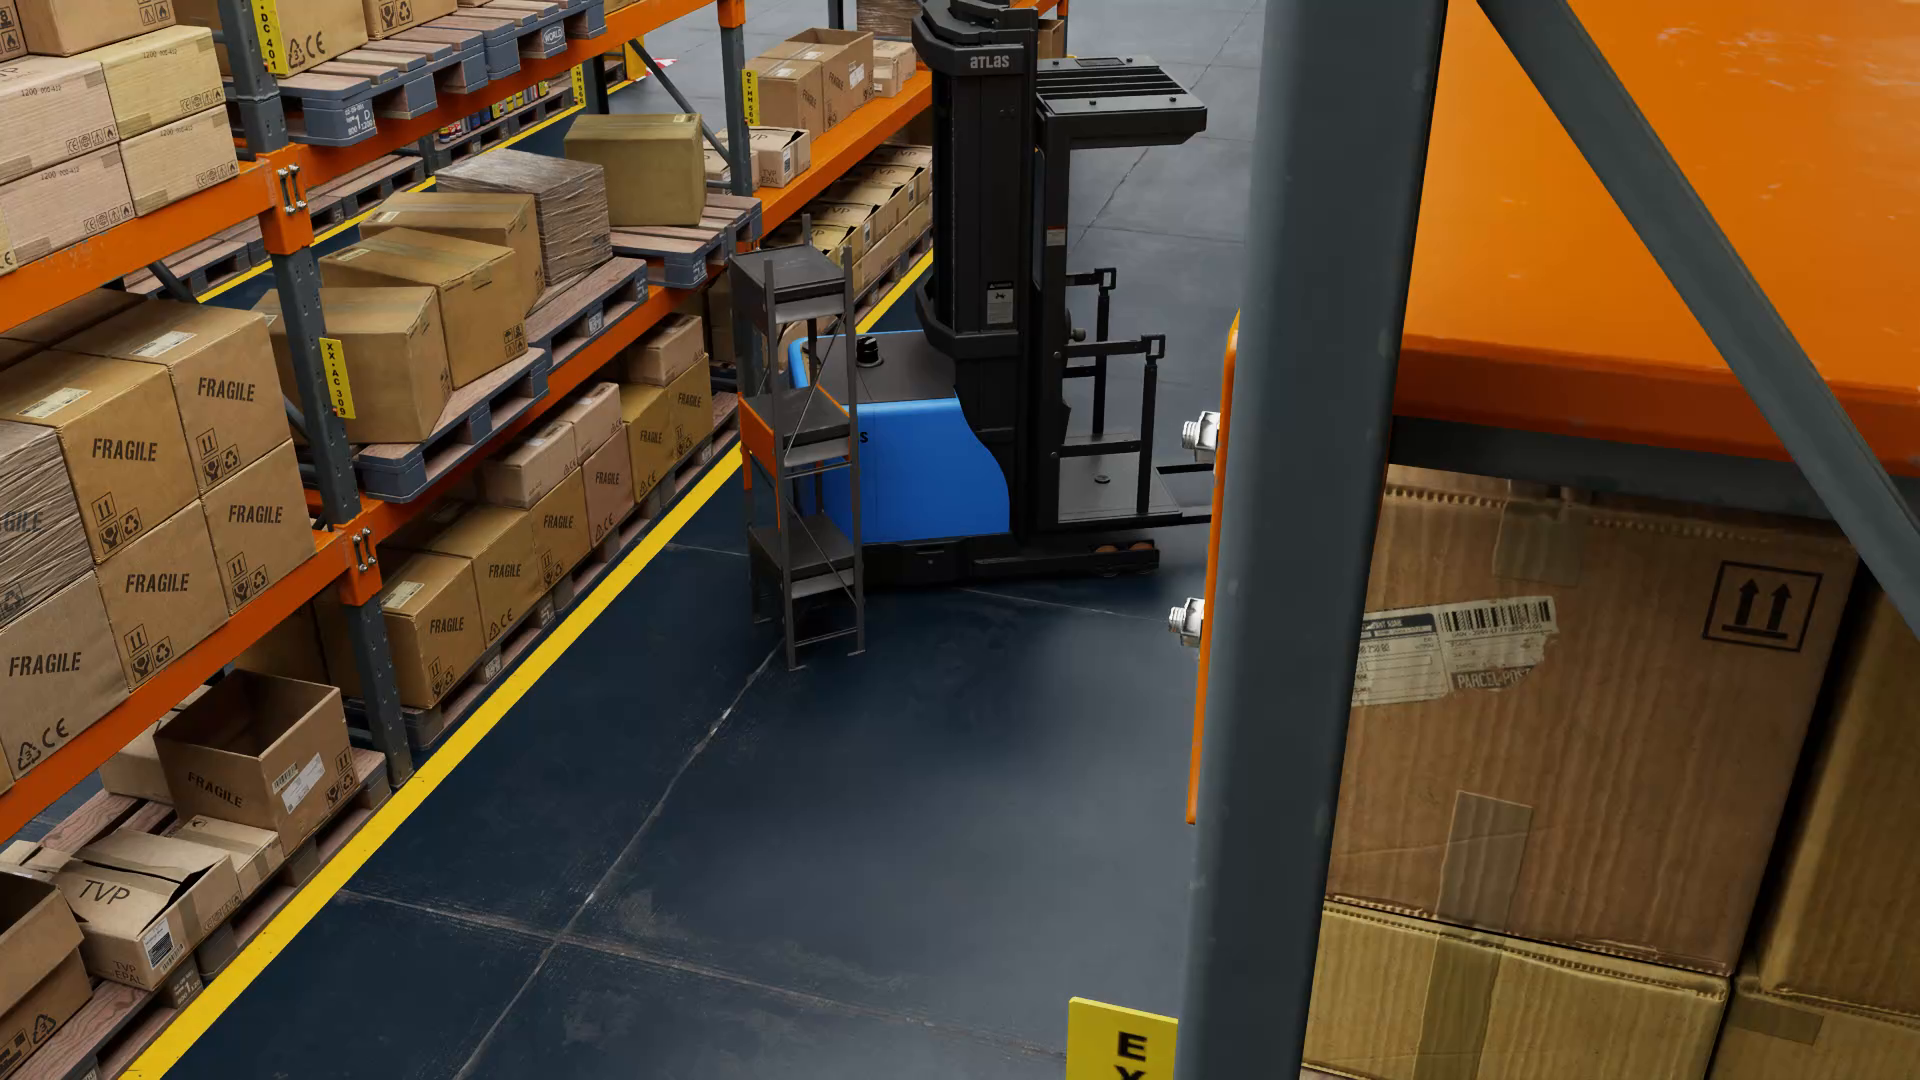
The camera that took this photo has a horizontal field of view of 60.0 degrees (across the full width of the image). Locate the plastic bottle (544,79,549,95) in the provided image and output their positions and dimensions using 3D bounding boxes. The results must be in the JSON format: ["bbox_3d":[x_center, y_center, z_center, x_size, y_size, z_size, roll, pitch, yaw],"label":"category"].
[{"bbox_3d":[-4.247,-4.654,16.956,0.097,0.201,0.097,0,29,0],"label":"plastic bottle"}]

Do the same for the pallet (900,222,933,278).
[{"bbox_3d":[-0.746,-2.466,13.466,1.003,0.211,1.213,8,30,15],"label":"pallet"}]

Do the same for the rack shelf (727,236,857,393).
[{"bbox_3d":[-0.761,-1.024,7.519,0.431,0.518,0.480,-13,32,-23],"label":"rack shelf"}]

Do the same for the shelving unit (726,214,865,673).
[{"bbox_3d":[-0.761,-0.424,7.853,0.431,2.100,0.503,-13,32,-23],"label":"shelving unit"}]

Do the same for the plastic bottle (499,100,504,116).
[{"bbox_3d":[-4.507,-4.243,16.217,0.097,0.201,0.097,0,29,0],"label":"plastic bottle"}]

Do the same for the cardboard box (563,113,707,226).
[{"bbox_3d":[-1.818,-2.092,9.391,0.700,0.500,0.500,-1,29,-2],"label":"cardboard box"}]

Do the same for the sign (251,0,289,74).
[{"bbox_3d":[-2.394,-1.778,5.743,0.100,0.325,0.005,8,30,15],"label":"sign"}]

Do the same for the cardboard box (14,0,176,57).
[{"bbox_3d":[-3.022,-1.875,5.318,0.700,0.500,0.500,8,30,15],"label":"cardboard box"}]

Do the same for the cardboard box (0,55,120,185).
[{"bbox_3d":[-2.948,-1.282,5.024,0.500,0.250,0.500,8,30,15],"label":"cardboard box"}]

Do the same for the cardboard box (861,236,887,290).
[{"bbox_3d":[-0.862,-2.072,12.285,0.500,0.250,0.500,9,30,16],"label":"cardboard box"}]

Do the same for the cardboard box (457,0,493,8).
[{"bbox_3d":[-2.308,-2.741,7.368,0.600,0.600,0.600,7,30,13],"label":"cardboard box"}]

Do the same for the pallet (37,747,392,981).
[{"bbox_3d":[-3.118,1.223,6.835,1.003,0.211,1.213,8,30,15],"label":"pallet"}]

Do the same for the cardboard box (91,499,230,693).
[{"bbox_3d":[-2.967,0.150,5.792,0.500,0.500,0.500,9,30,16],"label":"cardboard box"}]

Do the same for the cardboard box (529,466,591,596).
[{"bbox_3d":[-2.241,-0.086,8.437,0.500,0.500,0.500,9,30,15],"label":"cardboard box"}]

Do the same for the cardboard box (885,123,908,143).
[{"bbox_3d":[-0.482,-3.820,14.656,0.500,0.500,0.500,8,30,15],"label":"cardboard box"}]

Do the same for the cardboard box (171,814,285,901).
[{"bbox_3d":[-2.864,1.227,6.439,0.380,0.149,0.250,8,30,15],"label":"cardboard box"}]

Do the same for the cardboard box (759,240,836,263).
[{"bbox_3d":[-1.161,-1.848,11.305,0.500,0.311,0.500,8,30,14],"label":"cardboard box"}]

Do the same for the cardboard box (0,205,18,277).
[{"bbox_3d":[-3.099,-0.832,4.729,0.500,0.250,0.500,8,30,15],"label":"cardboard box"}]

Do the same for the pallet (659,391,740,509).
[{"bbox_3d":[-1.997,-0.614,10.136,1.003,0.211,1.213,8,30,15],"label":"pallet"}]

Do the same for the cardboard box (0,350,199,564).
[{"bbox_3d":[-2.964,-0.285,5.546,0.500,0.500,0.500,8,30,14],"label":"cardboard box"}]

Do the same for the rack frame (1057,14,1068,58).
[{"bbox_3d":[0.607,-5.892,16.755,1.000,3.000,0.127,8,30,15],"label":"rack frame"}]

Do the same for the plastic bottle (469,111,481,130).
[{"bbox_3d":[-4.668,-4.092,15.792,0.144,0.351,0.185,9,30,16],"label":"plastic bottle"}]

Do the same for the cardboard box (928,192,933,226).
[{"bbox_3d":[-0.412,-2.781,13.559,0.500,0.250,0.500,8,30,14],"label":"cardboard box"}]

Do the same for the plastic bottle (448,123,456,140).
[{"bbox_3d":[-4.759,-3.843,15.499,0.097,0.201,0.097,0,29,0],"label":"plastic bottle"}]

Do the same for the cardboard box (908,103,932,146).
[{"bbox_3d":[-0.132,-3.513,14.105,0.500,0.500,0.500,8,30,15],"label":"cardboard box"}]

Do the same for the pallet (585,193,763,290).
[{"bbox_3d":[-1.873,-1.765,9.535,1.213,0.211,1.003,8,30,15],"label":"pallet"}]

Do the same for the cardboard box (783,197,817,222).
[{"bbox_3d":[-1.377,-2.389,12.278,0.500,0.311,0.500,9,30,16],"label":"cardboard box"}]

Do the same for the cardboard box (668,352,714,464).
[{"bbox_3d":[-1.791,-0.806,9.731,0.500,0.500,0.500,10,31,17],"label":"cardboard box"}]

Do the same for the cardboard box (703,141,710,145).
[{"bbox_3d":[-1.741,-2.521,10.955,0.380,0.149,0.250,8,30,15],"label":"cardboard box"}]

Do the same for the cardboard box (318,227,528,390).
[{"bbox_3d":[-2.421,-1.059,7.533,0.700,0.500,0.500,13,32,23],"label":"cardboard box"}]

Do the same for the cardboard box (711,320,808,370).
[{"bbox_3d":[-1.307,-1.357,11.001,0.500,0.250,0.500,8,30,15],"label":"cardboard box"}]

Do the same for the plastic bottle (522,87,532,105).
[{"bbox_3d":[-4.388,-4.508,16.618,0.152,0.276,0.135,8,30,13],"label":"plastic bottle"}]

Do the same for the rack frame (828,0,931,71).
[{"bbox_3d":[-0.567,-4.033,13.414,1.000,3.000,0.127,8,30,15],"label":"rack frame"}]

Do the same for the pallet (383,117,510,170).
[{"bbox_3d":[-5.064,-3.829,15.916,1.003,0.211,1.213,8,30,15],"label":"pallet"}]

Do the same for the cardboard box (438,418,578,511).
[{"bbox_3d":[-2.247,-0.397,8.226,0.500,0.250,0.500,9,30,15],"label":"cardboard box"}]

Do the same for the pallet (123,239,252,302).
[{"bbox_3d":[-6.211,-2.018,12.661,1.003,0.211,1.213,8,30,15],"label":"pallet"}]

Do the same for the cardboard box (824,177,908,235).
[{"bbox_3d":[-0.707,-2.556,12.579,0.500,0.311,0.500,8,30,15],"label":"cardboard box"}]

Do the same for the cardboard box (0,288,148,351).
[{"bbox_3d":[-3.323,-0.617,6.142,0.500,0.500,0.500,9,30,16],"label":"cardboard box"}]

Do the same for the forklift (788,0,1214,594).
[{"bbox_3d":[0.620,-1.331,8.628,3.031,2.935,1.130,-5,29,-8],"label":"forklift"}]

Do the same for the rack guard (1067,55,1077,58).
[{"bbox_3d":[0.614,-4.810,17.383,1.175,0.500,0.348,8,30,15],"label":"rack guard"}]

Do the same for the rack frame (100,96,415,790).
[{"bbox_3d":[-2.915,-0.315,6.731,1.000,3.000,0.127,8,30,15],"label":"rack frame"}]

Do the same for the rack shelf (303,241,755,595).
[{"bbox_3d":[-2.328,-0.930,8.576,1.077,0.370,4.000,8,30,15],"label":"rack shelf"}]

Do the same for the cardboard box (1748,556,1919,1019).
[{"bbox_3d":[1.092,0.144,1.668,0.500,0.500,0.500,7,30,13],"label":"cardboard box"}]

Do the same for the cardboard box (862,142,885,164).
[{"bbox_3d":[-0.927,-3.103,13.562,0.500,0.311,0.500,9,30,15],"label":"cardboard box"}]

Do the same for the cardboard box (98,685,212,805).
[{"bbox_3d":[-3.245,0.832,6.982,0.500,0.311,0.500,8,30,15],"label":"cardboard box"}]

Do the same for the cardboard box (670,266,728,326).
[{"bbox_3d":[-1.823,-1.679,11.003,0.500,0.311,0.500,9,30,16],"label":"cardboard box"}]

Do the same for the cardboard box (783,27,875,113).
[{"bbox_3d":[-0.963,-3.477,12.312,0.500,0.500,0.500,11,31,18],"label":"cardboard box"}]

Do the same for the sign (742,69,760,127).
[{"bbox_3d":[-1.220,-2.572,9.679,0.100,0.325,0.005,8,30,15],"label":"sign"}]

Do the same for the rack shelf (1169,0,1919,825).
[{"bbox_3d":[1.234,-0.813,2.606,1.077,0.370,4.000,8,30,15],"label":"rack shelf"}]

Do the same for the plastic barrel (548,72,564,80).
[{"bbox_3d":[-4.394,-5.147,17.544,0.421,0.512,0.421,0,29,0],"label":"plastic barrel"}]
